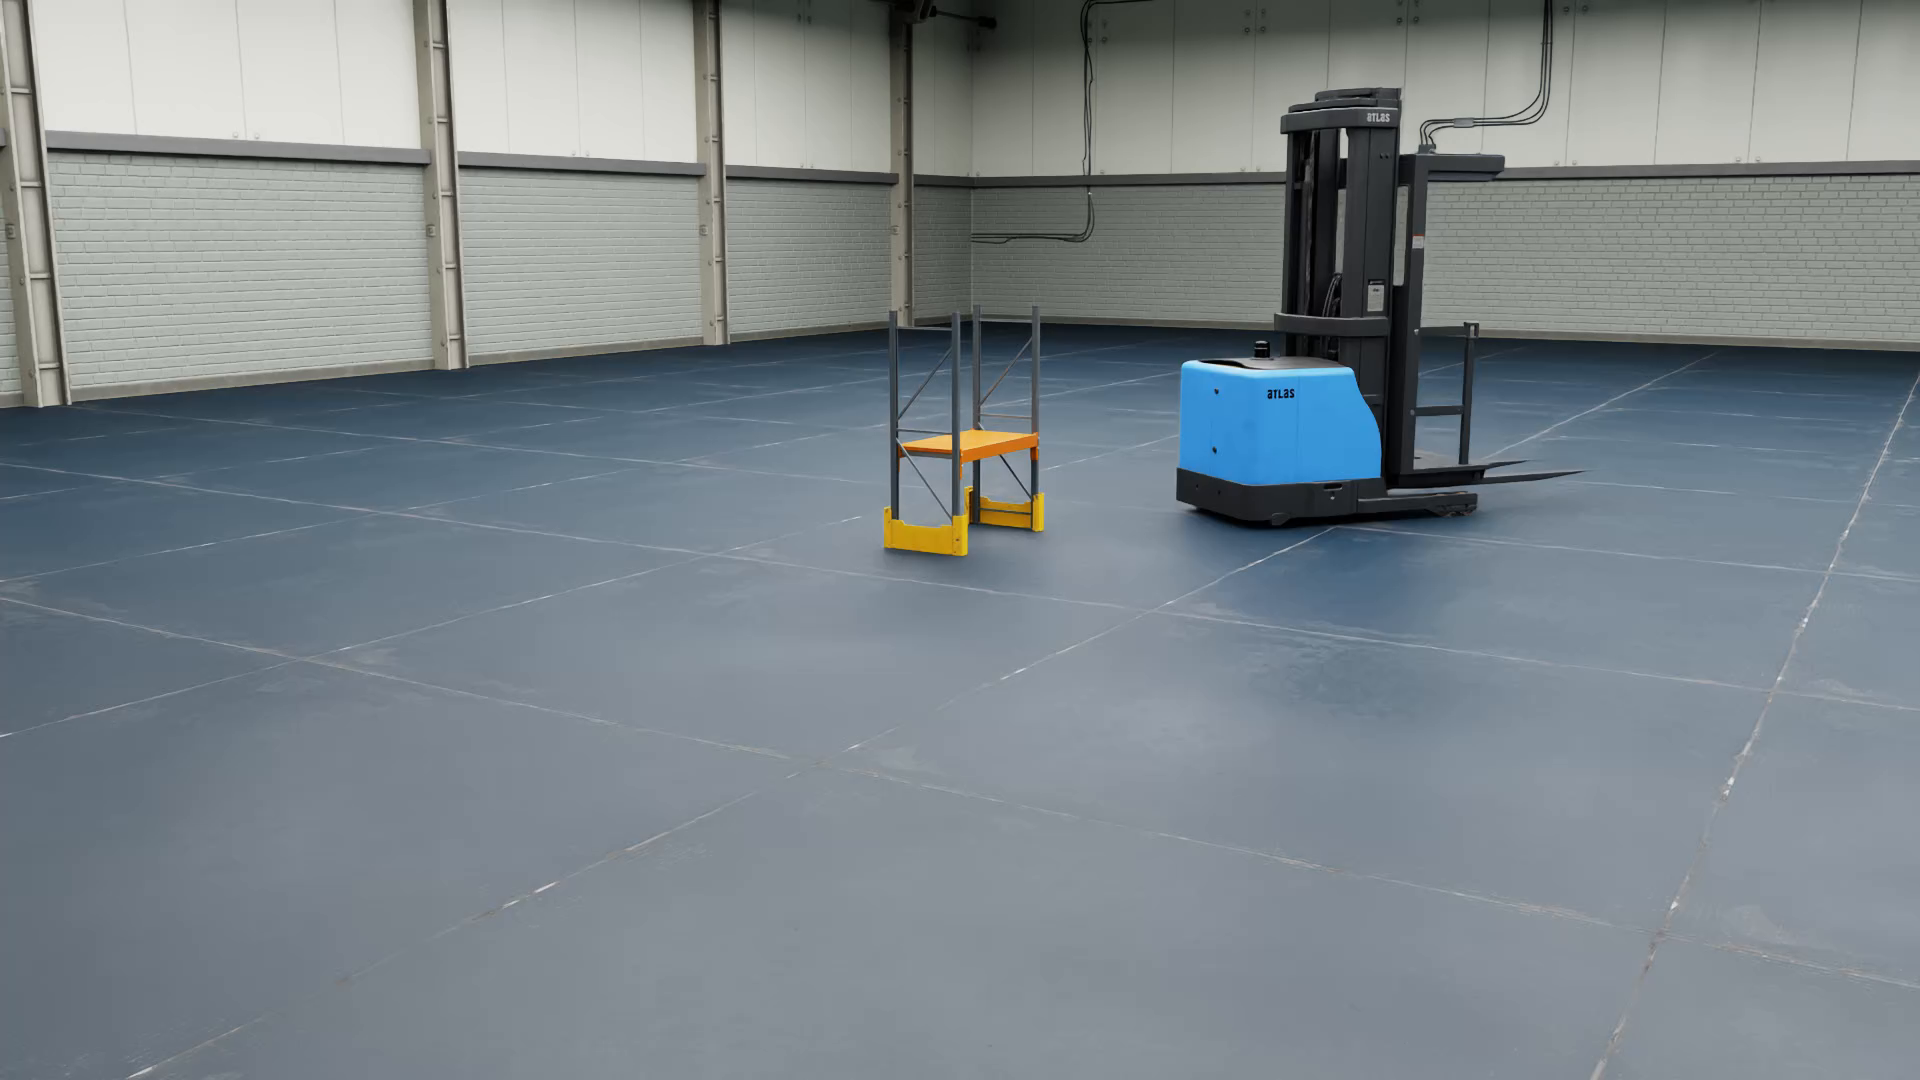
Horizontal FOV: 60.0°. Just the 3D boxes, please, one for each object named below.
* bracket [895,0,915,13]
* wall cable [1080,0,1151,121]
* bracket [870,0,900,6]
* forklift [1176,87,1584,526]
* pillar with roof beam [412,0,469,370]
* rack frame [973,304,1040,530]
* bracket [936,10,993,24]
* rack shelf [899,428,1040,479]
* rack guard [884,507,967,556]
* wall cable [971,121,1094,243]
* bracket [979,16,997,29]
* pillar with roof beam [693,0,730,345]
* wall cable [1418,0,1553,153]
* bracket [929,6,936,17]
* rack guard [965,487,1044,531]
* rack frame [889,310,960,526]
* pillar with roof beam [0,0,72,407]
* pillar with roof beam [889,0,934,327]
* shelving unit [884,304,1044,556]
[{"bbox_3d":[-1.087,-10.479,32.609,0.235,0.232,0.430,6,12,31],"label":"bracket"},{"bbox_3d":[3.797,-9.844,33.710,3.097,2.526,0.112,6,12,31],"label":"wall cable"},{"bbox_3d":[-2.425,-10.074,30.444,0.076,0.066,4.783,6,12,31],"label":"bracket"},{"bbox_3d":[3.131,-1.687,11.915,3.031,2.935,1.130,-4,11,-22],"label":"forklift"},{"bbox_3d":[-3.726,-6.511,21.192,9.100,9.000,0.400,6,12,31],"label":"pillar with roof beam"},{"bbox_3d":[0.308,-0.831,11.229,0.500,1.500,0.032,6,12,31],"label":"rack frame"},{"bbox_3d":[0.268,-10.890,34.801,0.076,0.066,3.189,6,12,31],"label":"bracket"},{"bbox_3d":[0.044,-0.574,10.835,0.538,0.185,1.000,6,12,31],"label":"rack shelf"},{"bbox_3d":[-0.219,-0.057,10.491,0.587,0.250,0.087,6,12,31],"label":"rack guard"},{"bbox_3d":[1.485,-7.620,35.555,3.097,2.526,0.112,6,12,31],"label":"wall cable"},{"bbox_3d":[0.574,-10.983,35.297,0.235,0.232,0.430,6,12,31],"label":"bracket"},{"bbox_3d":[-0.611,-7.454,26.232,9.100,9.000,0.400,6,12,31],"label":"pillar with roof beam"},{"bbox_3d":[9.590,-9.909,30.099,2.305,6.003,0.169,6,12,31],"label":"wall cable"},{"bbox_3d":[-0.656,-10.610,33.306,0.235,0.232,0.430,6,12,31],"label":"bracket"},{"bbox_3d":[0.298,-0.213,11.328,0.587,0.250,0.087,6,12,31],"label":"rack guard"},{"bbox_3d":[-0.220,-0.671,10.375,0.500,1.500,0.032,6,12,31],"label":"rack frame"},{"bbox_3d":[-6.841,-5.567,16.152,9.100,9.000,0.400,6,12,31],"label":"pillar with roof beam"},{"bbox_3d":[2.504,-8.398,31.273,9.100,9.000,0.548,6,12,31],"label":"pillar with roof beam"},{"bbox_3d":[0.040,-0.749,10.795,0.587,1.500,1.083,6,12,31],"label":"shelving unit"}]
